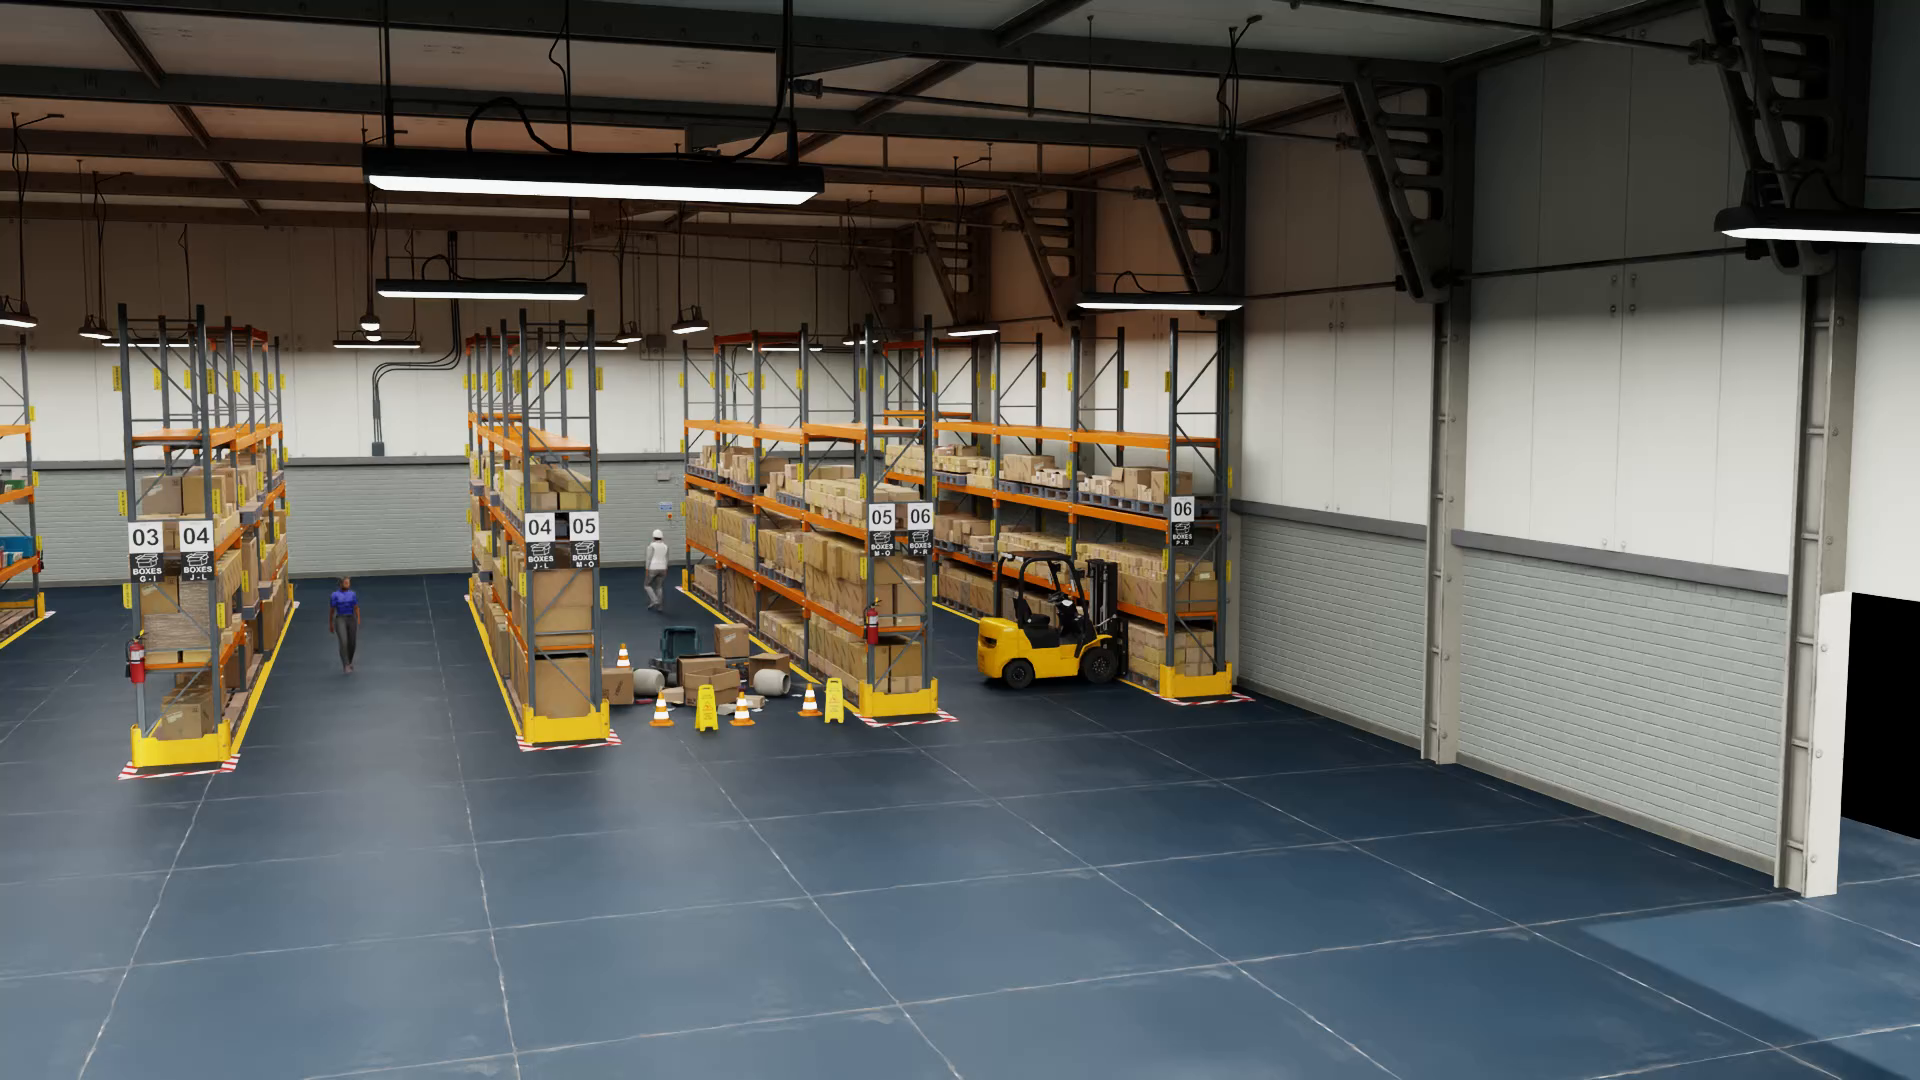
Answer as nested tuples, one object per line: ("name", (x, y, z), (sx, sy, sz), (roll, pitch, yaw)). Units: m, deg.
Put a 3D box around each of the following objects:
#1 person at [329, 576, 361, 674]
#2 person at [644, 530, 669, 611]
("person", (-10.639, 1.591, 28.928), (0.477, 1.400, 0.734), (-5, 7, -43))
("person", (-6.625, 0.660, 36.392), (0.570, 1.771, 0.449), (-4, 7, -37))
